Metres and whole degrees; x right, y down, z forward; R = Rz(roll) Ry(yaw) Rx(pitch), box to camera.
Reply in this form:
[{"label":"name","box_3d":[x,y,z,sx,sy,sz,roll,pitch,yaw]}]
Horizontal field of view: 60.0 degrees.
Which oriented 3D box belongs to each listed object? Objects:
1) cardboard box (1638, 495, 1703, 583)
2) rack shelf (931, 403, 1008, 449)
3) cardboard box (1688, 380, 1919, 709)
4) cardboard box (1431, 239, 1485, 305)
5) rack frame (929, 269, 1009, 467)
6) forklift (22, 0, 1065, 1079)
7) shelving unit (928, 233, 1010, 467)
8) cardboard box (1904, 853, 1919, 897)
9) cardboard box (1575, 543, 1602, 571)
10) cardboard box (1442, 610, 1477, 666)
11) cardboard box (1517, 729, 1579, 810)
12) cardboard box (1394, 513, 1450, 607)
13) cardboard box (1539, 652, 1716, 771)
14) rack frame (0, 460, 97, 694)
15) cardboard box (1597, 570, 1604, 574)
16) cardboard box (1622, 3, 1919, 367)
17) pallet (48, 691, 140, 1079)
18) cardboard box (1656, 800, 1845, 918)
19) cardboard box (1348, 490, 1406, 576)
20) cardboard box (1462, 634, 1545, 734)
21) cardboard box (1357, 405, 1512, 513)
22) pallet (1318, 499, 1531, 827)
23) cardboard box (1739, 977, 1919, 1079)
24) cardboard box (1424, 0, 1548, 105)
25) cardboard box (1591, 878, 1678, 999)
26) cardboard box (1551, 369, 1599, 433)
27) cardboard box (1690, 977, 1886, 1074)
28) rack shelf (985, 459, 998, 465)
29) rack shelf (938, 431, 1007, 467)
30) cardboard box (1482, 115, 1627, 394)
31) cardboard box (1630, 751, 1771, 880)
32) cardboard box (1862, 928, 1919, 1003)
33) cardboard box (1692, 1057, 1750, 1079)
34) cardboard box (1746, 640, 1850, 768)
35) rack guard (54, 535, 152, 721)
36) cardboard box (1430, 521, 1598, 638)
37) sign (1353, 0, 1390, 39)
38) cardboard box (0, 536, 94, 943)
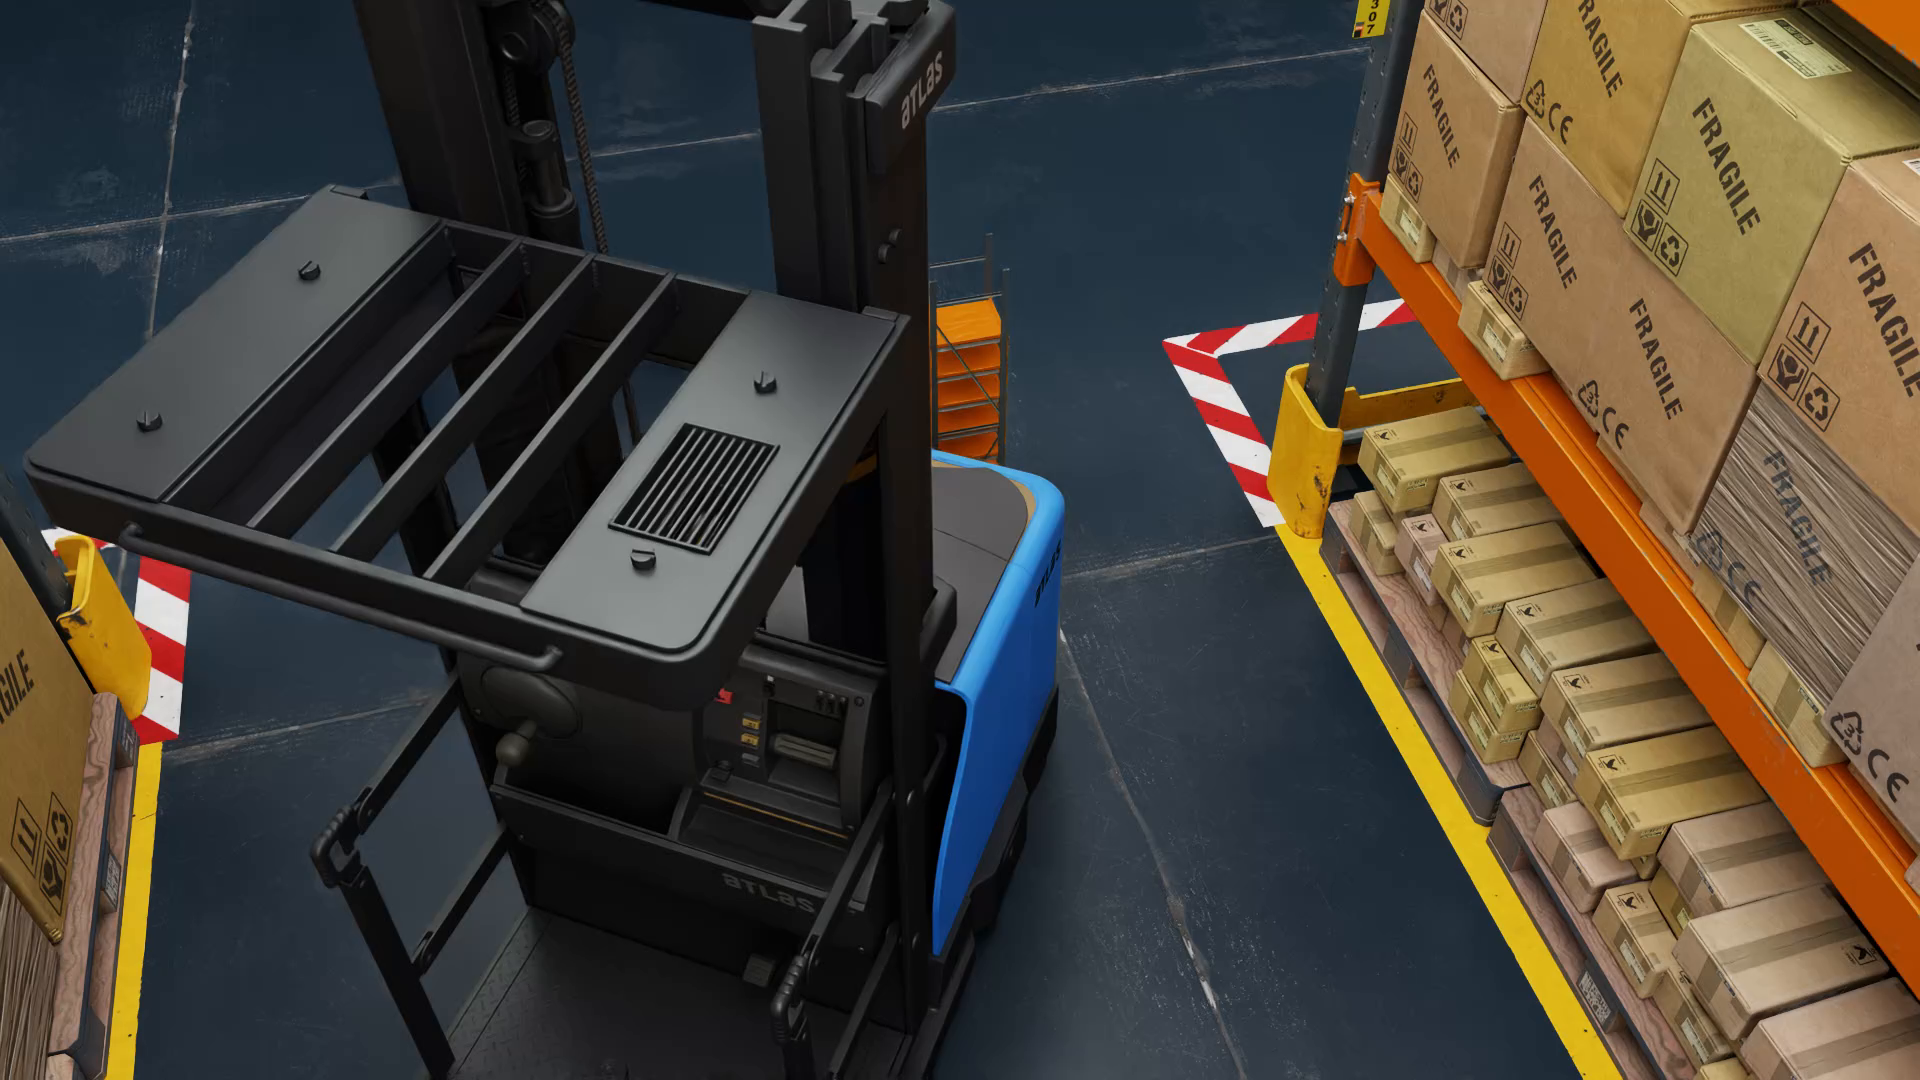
[{"label":"cardboard box","box_3d":[1.838,-0.064,3.888,0.380,0.149,0.250,-12,47,-11]},{"label":"rack shelf","box_3d":[0.004,-0.379,5.343,0.258,0.103,0.180,-11,47,-10]},{"label":"cardboard box","box_3d":[1.929,-0.042,3.413,0.500,0.500,0.500,-12,47,-11]},{"label":"cardboard box","box_3d":[1.541,-0.780,4.590,0.380,0.149,0.250,-9,46,-9]},{"label":"rack frame","box_3d":[0.027,-0.347,5.250,0.240,1.200,0.006,-11,47,-10]},{"label":"forklift","box_3d":[-0.690,0.439,3.268,1.130,2.935,3.031,15,47,14]},{"label":"shelving unit","box_3d":[0.004,-0.410,5.312,0.258,1.200,0.189,-11,47,-10]},{"label":"cardboard box","box_3d":[2.071,0.657,3.182,0.380,0.149,0.250,-13,47,-12]},{"label":"cardboard box","box_3d":[2.095,-0.071,5.213,0.380,0.149,0.250,-12,47,-11]},{"label":"cardboard box","box_3d":[1.710,0.287,5.071,0.380,0.149,0.250,-10,46,-10]},{"label":"cardboard box","box_3d":[1.827,0.642,4.722,0.380,0.149,0.250,-11,47,-10]},{"label":"cardboard box","box_3d":[1.571,0.035,5.109,0.380,0.149,0.250,-11,47,-11]},{"label":"cardboard box","box_3d":[1.808,0.461,4.483,0.380,0.149,0.250,-9,46,-9]},{"label":"rack frame","box_3d":[-3.151,-0.483,4.123,1.000,3.000,0.127,-11,47,-10]},{"label":"cardboard box","box_3d":[2.169,0.015,5.337,0.380,0.149,0.250,-9,46,-9]},{"label":"cardboard box","box_3d":[1.775,-0.740,3.397,0.500,0.500,0.500,-12,47,-11]},{"label":"pallet","box_3d":[-2.871,1.031,4.592,1.003,0.211,1.213,-11,47,-10]},{"label":"cardboard box","box_3d":[1.988,0.808,4.144,0.380,0.149,0.250,-11,47,-10]},{"label":"cardboard box","box_3d":[1.494,-0.049,5.400,0.380,0.149,0.250,-10,46,-10]},{"label":"cardboard box","box_3d":[1.680,0.385,4.767,0.380,0.149,0.250,-9,46,-9]},{"label":"cardboard box","box_3d":[1.475,-0.254,5.184,0.380,0.149,0.250,-13,47,-12]},{"label":"pallet","box_3d":[1.863,0.276,5.332,1.003,0.211,1.213,-11,47,-10]},{"label":"cardboard box","box_3d":[2.027,1.183,3.776,0.380,0.149,0.250,-13,47,-12]},{"label":"cardboard box","box_3d":[1.528,-1.451,4.093,0.500,0.500,0.500,-11,47,-11]},{"label":"cardboard box","box_3d":[1.903,1.017,4.356,0.380,0.149,0.250,-11,47,-10]},{"label":"cardboard box","box_3d":[1.757,-0.431,4.248,0.380,0.149,0.250,-9,46,-8]},{"label":"cardboard box","box_3d":[2.036,1.111,4.055,0.380,0.149,0.250,-13,47,-12]},{"label":"rack shelf","box_3d":[0.004,-0.211,5.515,0.258,0.103,0.180,-11,47,-10]},{"label":"rack shelf","box_3d":[0.004,-0.295,5.429,0.258,0.103,0.180,-11,47,-10]},{"label":"cardboard box","box_3d":[1.679,-0.734,4.091,0.500,0.500,0.500,-11,47,-10]},{"label":"cardboard box","box_3d":[1.949,0.730,4.428,0.380,0.149,0.250,-9,46,-8]},{"label":"cardboard box","box_3d":[2.539,1.094,4.280,0.380,0.149,0.250,-12,47,-11]},{"label":"cardboard box","box_3d":[1.999,1.369,4.010,0.380,0.149,0.250,-11,47,-10]},{"label":"cardboard box","box_3d":[1.924,0.309,3.523,0.380,0.149,0.250,-10,46,-10]},{"label":"rack guard","box_3d":[-3.157,0.375,5.032,1.175,0.500,0.348,-11,47,-10]},{"label":"cardboard box","box_3d":[1.603,0.112,4.825,0.380,0.149,0.250,-11,47,-10]},{"label":"sign","box_3d":[1.145,-1.524,4.537,0.100,0.325,0.005,-11,47,-10]},{"label":"cardboard box","box_3d":[-2.910,0.541,4.313,0.875,0.875,0.875,-11,47,-10]}]
